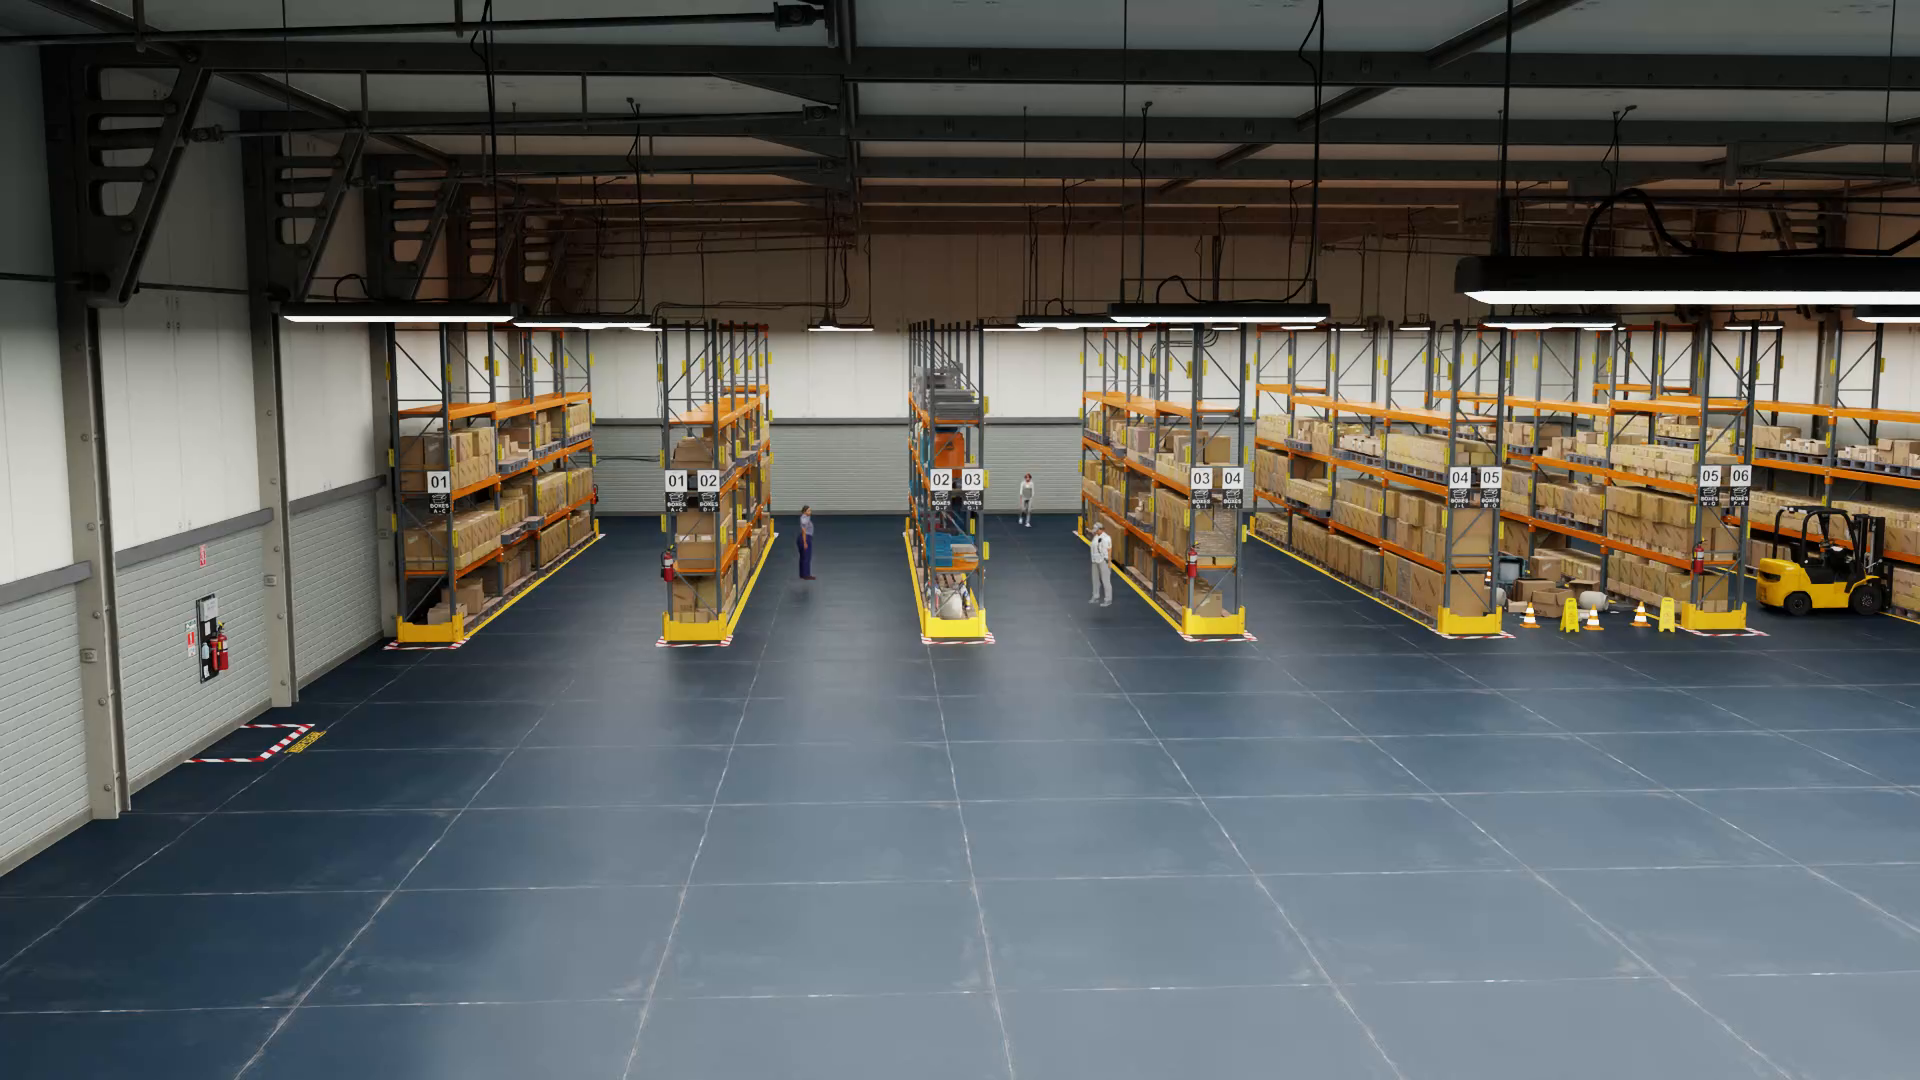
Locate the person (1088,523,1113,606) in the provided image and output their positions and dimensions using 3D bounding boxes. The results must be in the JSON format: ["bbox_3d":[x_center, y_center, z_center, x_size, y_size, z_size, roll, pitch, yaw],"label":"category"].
[{"bbox_3d":[2.843,0.473,33.539,0.438,1.660,0.577,-4,8,-31],"label":"person"}]

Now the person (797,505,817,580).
[{"bbox_3d":[-3.400,0.047,36.896,0.406,1.648,0.535,-2,7,-12],"label":"person"}]

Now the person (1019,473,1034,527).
[{"bbox_3d":[1.998,-1.198,49.570,0.416,1.590,0.493,-1,7,-10],"label":"person"}]
